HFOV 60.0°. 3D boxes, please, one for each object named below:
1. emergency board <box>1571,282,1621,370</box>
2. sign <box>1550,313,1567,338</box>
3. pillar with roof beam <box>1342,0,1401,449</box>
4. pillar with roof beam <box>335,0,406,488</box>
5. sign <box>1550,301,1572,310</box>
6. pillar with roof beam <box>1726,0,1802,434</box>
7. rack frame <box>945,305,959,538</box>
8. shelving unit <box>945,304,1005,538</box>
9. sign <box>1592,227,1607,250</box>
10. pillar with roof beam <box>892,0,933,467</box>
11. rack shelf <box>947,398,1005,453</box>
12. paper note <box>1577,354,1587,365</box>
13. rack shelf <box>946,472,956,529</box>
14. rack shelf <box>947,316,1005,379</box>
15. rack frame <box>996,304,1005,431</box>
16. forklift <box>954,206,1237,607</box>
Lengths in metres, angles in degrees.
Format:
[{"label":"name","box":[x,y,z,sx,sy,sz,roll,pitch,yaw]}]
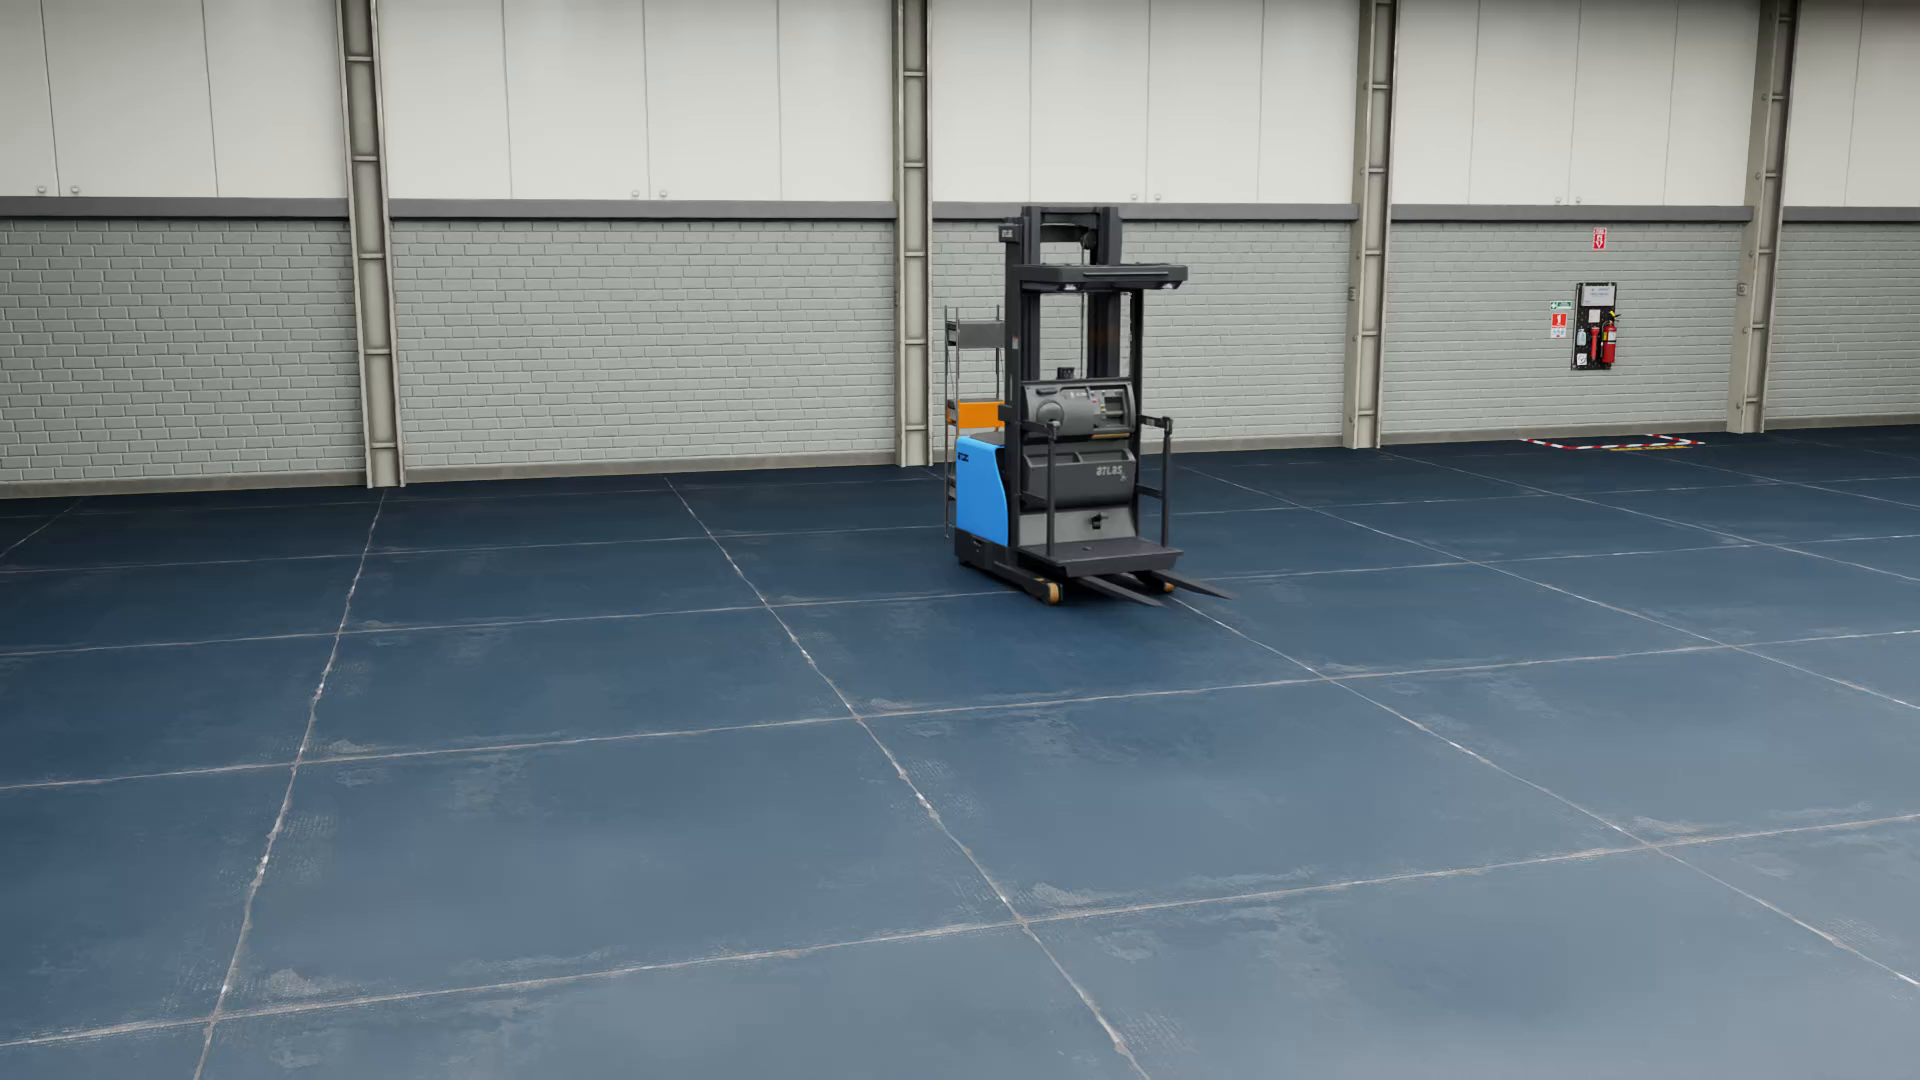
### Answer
[{"label":"emergency board","box":[8.586,-2.869,22.346,0.643,1.169,0.194,-3,11,-16]},{"label":"sign","box":[8.026,-2.876,22.288,0.234,0.329,0.001,-3,11,-16]},{"label":"pillar with roof beam","box":[6.411,-4.886,16.732,0.400,9.000,9.100,-3,11,-16]},{"label":"pillar with roof beam","box":[-5.110,-4.279,13.433,0.400,9.000,9.100,-3,11,-16]},{"label":"sign","box":[8.033,-3.136,22.233,0.331,0.109,0.001,-3,11,-16]},{"label":"pillar with roof beam","box":[12.172,-5.189,18.381,0.400,9.000,9.100,-3,11,-16]},{"label":"rack frame","box":[-0.075,-1.029,14.835,0.015,2.100,0.400,-3,11,-16]},{"label":"shelving unit","box":[0.159,-1.041,14.902,0.503,2.100,0.431,-3,11,-16]},{"label":"sign","box":[8.550,-4.026,22.228,0.199,0.298,0.001,-3,11,-16]},{"label":"pillar with roof beam","box":[0.651,-4.582,15.082,0.400,9.000,9.100,-3,11,-16]},{"label":"rack shelf","box":[0.159,-1.028,14.904,0.480,0.518,0.431,-3,11,-16]},{"label":"paper note","box":[8.396,-2.439,22.442,0.142,0.148,0.016,-3,11,-16]},{"label":"rack shelf","box":[0.159,-0.339,15.031,0.480,0.518,0.431,-3,11,-16]},{"label":"rack shelf","box":[0.159,-1.716,14.778,0.480,0.518,0.431,-3,11,-16]},{"label":"rack frame","box":[0.393,-1.053,14.969,0.015,2.100,0.400,-3,11,-16]},{"label":"forklift","box":[1.016,-1.047,12.637,1.130,2.935,3.031,-5,11,-24]}]
